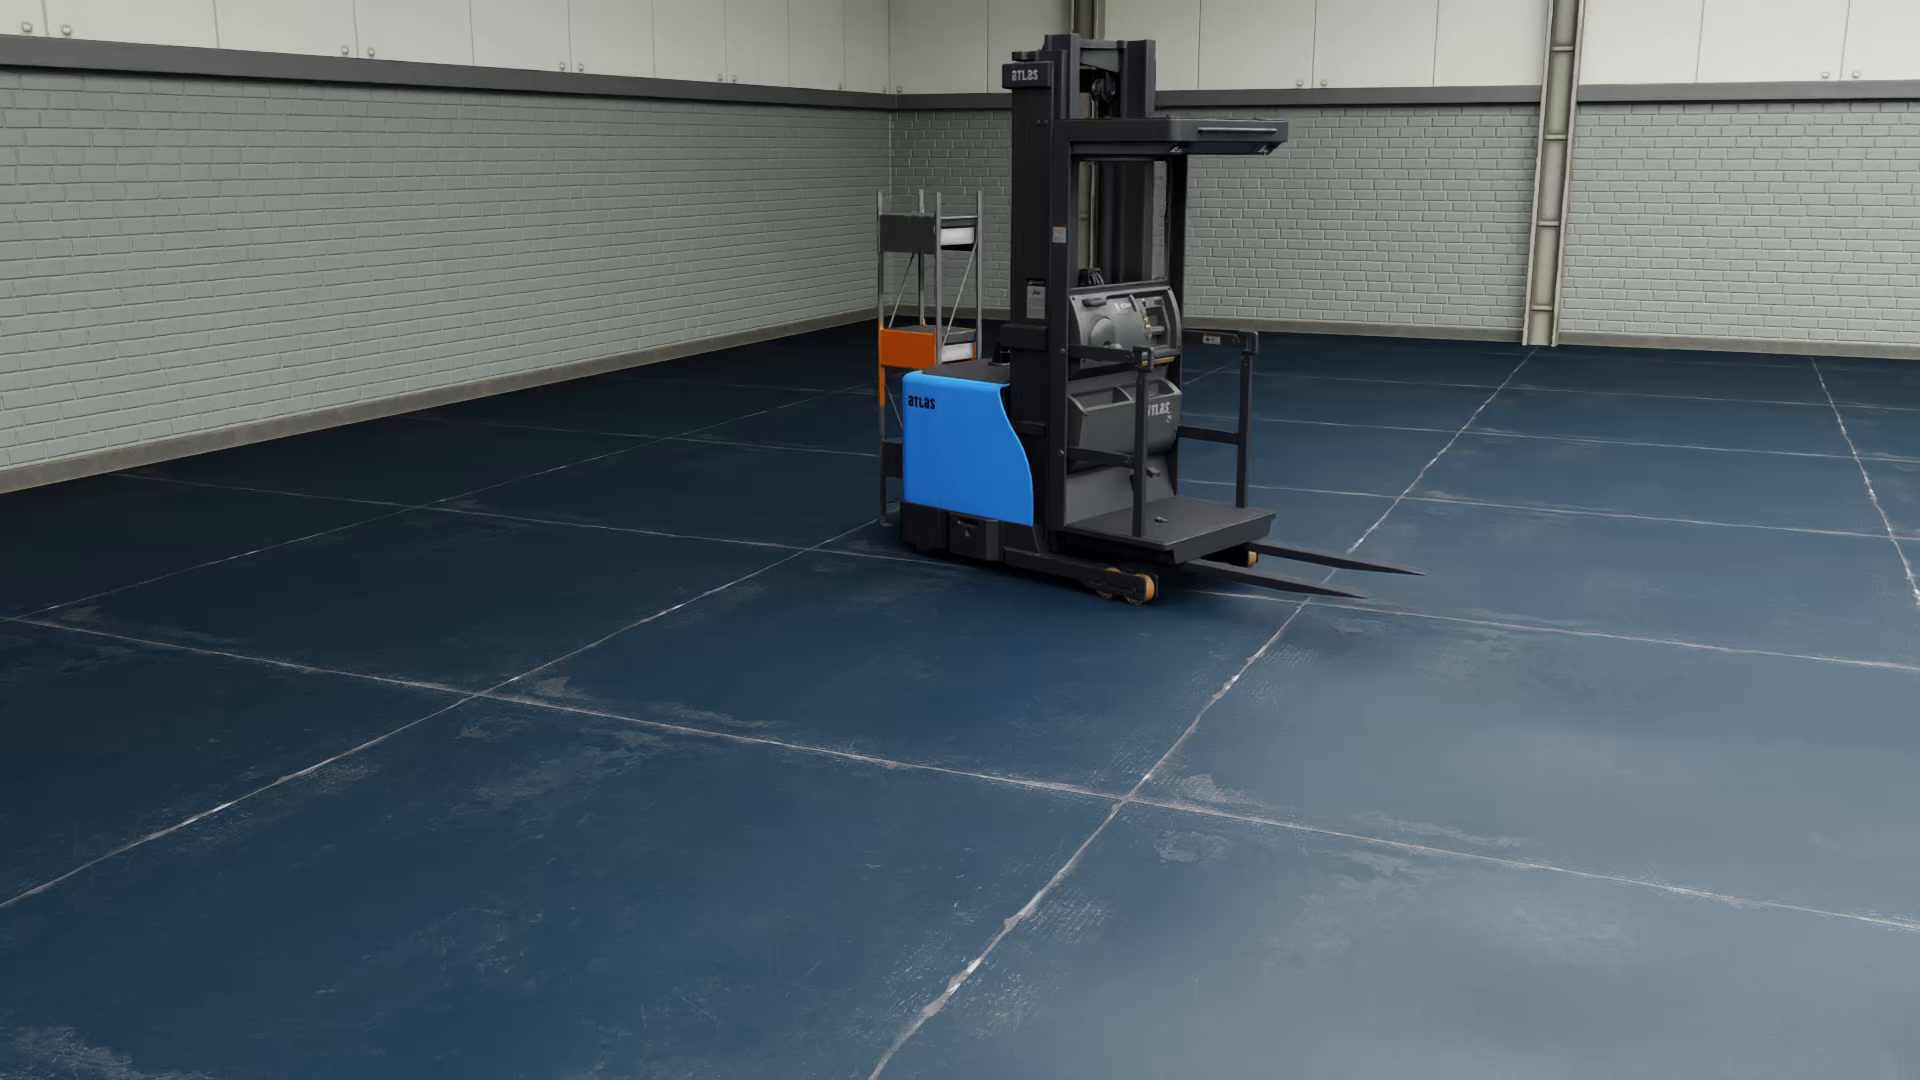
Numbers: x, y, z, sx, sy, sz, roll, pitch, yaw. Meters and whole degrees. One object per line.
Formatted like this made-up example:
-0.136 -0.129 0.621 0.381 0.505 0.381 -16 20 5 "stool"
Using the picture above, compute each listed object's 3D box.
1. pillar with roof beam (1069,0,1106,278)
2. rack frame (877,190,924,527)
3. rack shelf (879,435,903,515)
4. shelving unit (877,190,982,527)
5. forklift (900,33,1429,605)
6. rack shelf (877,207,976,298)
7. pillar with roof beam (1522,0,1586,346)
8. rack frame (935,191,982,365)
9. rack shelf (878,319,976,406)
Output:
-0.059 -6.456 18.070 0.400 9.000 9.100 6 14 23 "pillar with roof beam"
-0.370 -1.140 10.515 0.015 2.100 0.400 12 18 41 "rack frame"
-0.189 -0.408 10.519 0.480 0.518 0.431 12 18 41 "rack shelf"
-0.189 -1.102 10.356 0.503 2.100 0.431 12 18 41 "shelving unit"
1.074 -1.220 9.037 3.031 2.935 1.130 12 18 41 "forklift"
-0.189 -1.770 10.199 0.480 0.518 0.431 12 18 41 "rack shelf"
5.427 -5.901 15.704 0.400 9.000 9.100 6 14 23 "pillar with roof beam"
-0.007 -1.065 10.197 0.015 2.100 0.400 12 18 41 "rack frame"
-0.189 -1.089 10.359 0.480 0.518 0.431 12 18 41 "rack shelf"
